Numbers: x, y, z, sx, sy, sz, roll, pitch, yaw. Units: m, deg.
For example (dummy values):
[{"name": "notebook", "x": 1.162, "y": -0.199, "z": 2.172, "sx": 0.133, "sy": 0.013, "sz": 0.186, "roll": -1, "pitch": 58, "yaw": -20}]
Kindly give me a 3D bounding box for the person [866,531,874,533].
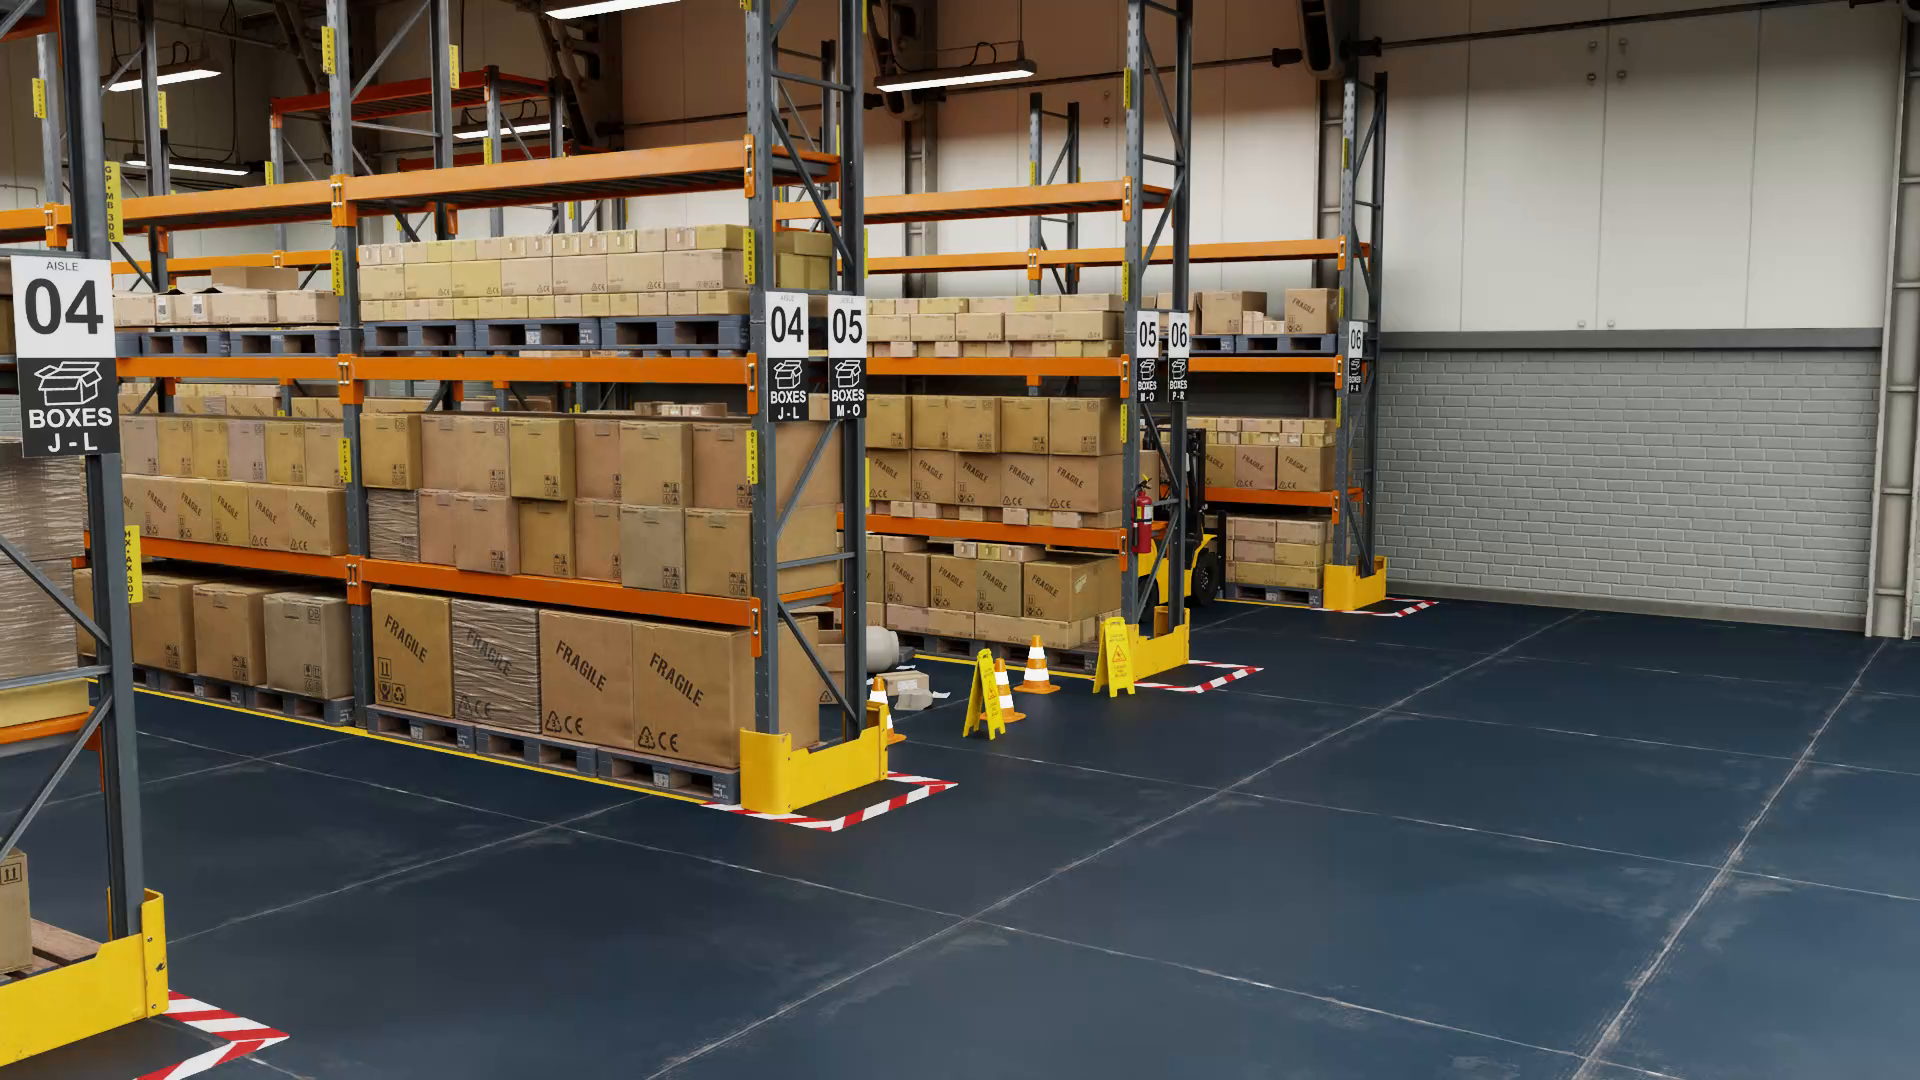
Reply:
[{"name": "person", "x": -1.244, "y": 0.108, "z": 19.193, "sx": 0.956, "sy": 0.824, "sz": 0.506, "roll": 4, "pitch": 7, "yaw": 31}]
